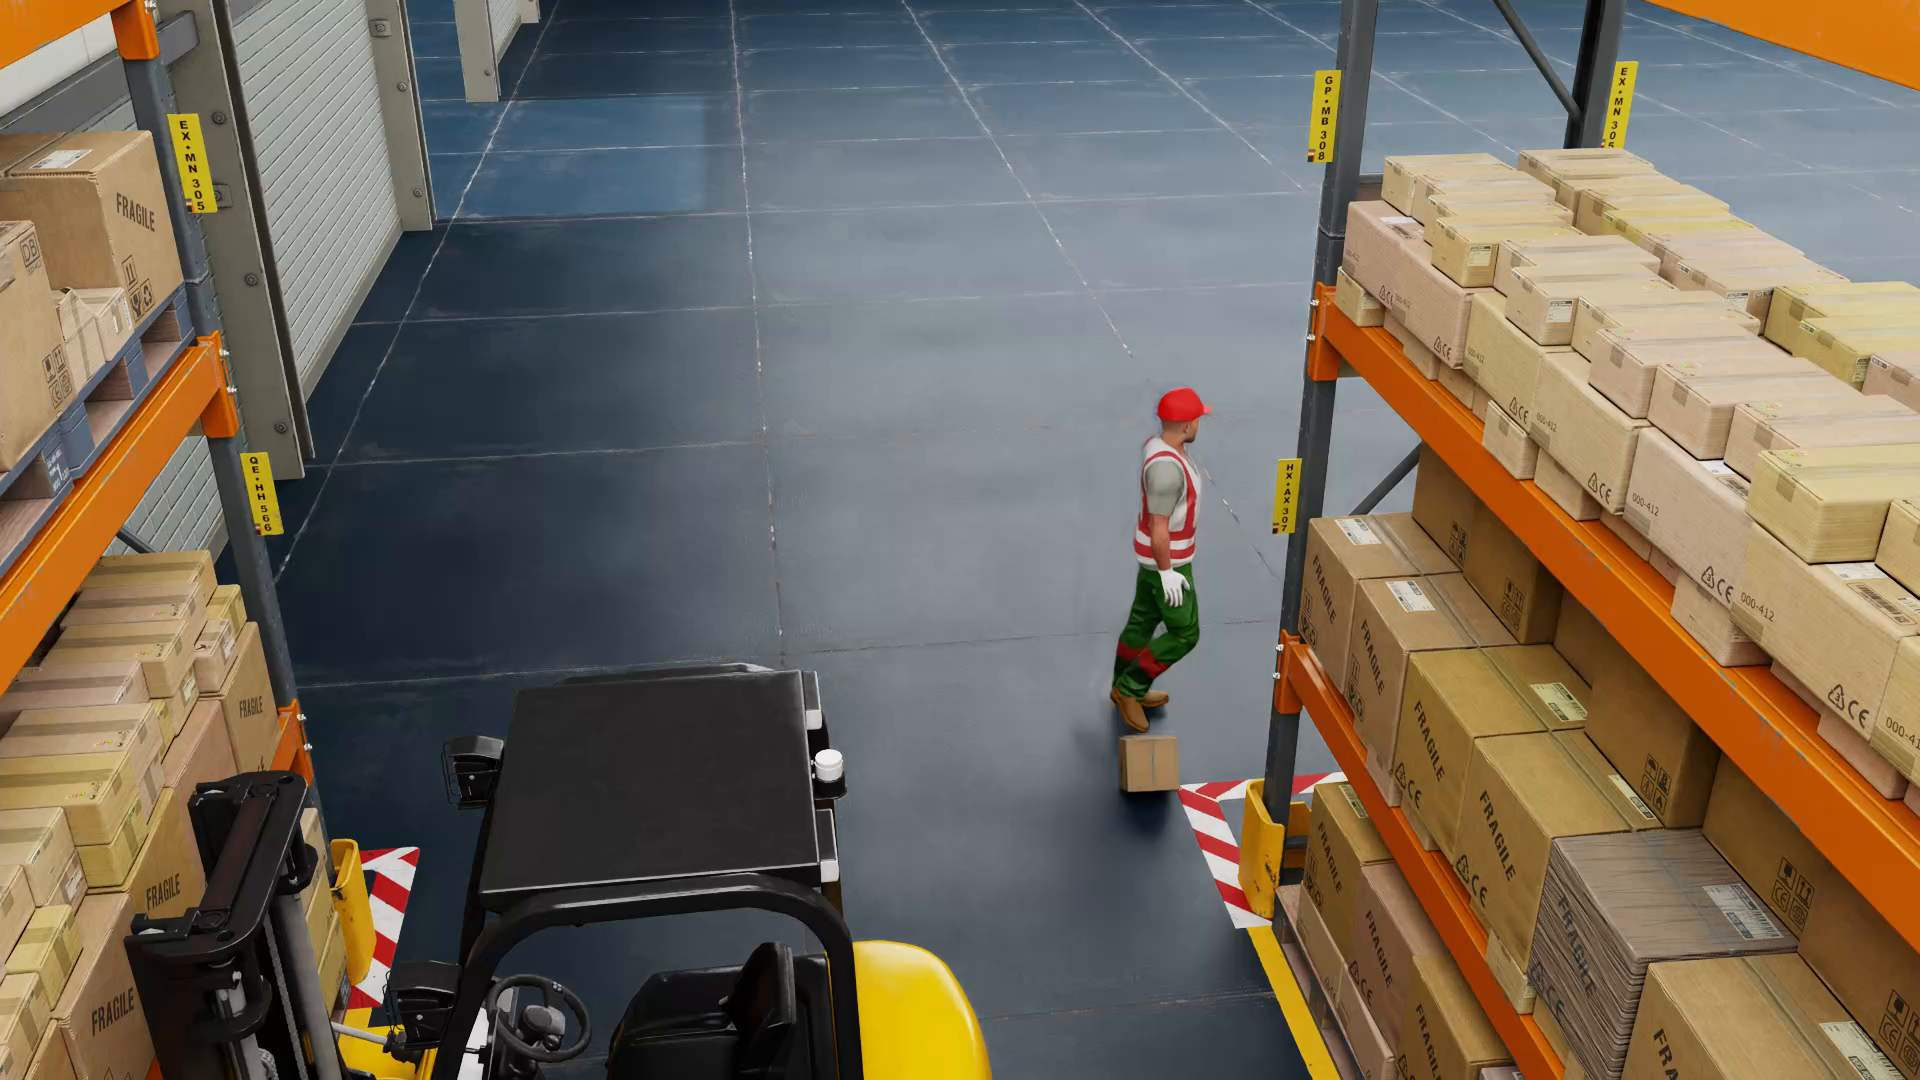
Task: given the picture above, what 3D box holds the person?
[{"bbox_3d":[1.006,0.086,8.380,0.435,1.775,0.672,3,27,6],"label":"person"}]
